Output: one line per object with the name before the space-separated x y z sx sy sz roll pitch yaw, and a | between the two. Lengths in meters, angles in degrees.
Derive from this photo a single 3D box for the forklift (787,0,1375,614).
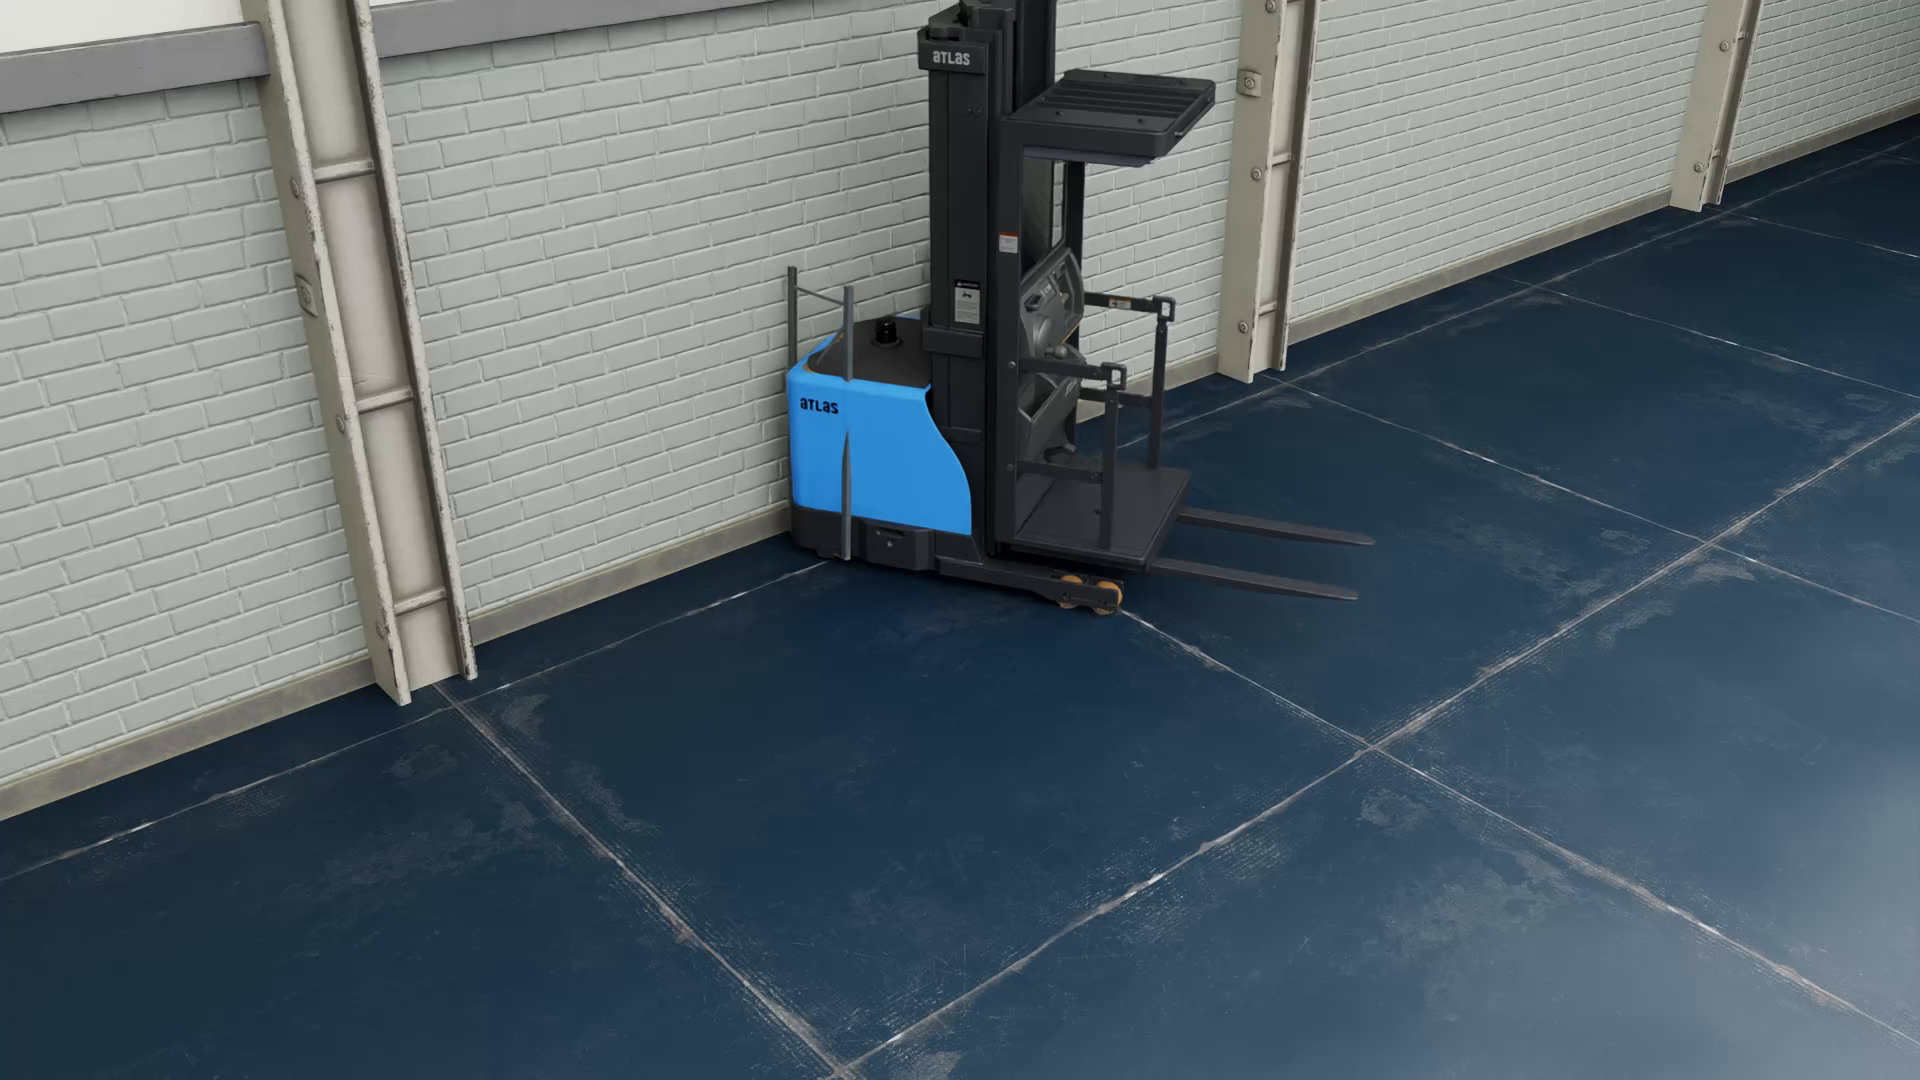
forklift | 0.654 -1.194 8.375 3.031 2.935 1.130 10 30 18

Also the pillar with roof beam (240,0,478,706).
pillar with roof beam | 0.223 -1.762 2.999 0.400 9.000 9.100 -22 35 -35

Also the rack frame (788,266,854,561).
rack frame | -0.741 -0.657 8.772 0.032 1.500 0.500 -19 31 -40

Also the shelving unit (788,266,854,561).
shelving unit | -0.370 -0.784 9.097 1.048 1.500 0.538 -19 31 -40

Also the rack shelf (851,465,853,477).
rack shelf | -0.377 -0.619 9.169 1.000 0.185 0.538 -19 31 -40

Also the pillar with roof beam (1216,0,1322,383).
pillar with roof beam | 4.787 -3.597 6.433 0.400 9.000 9.100 -22 35 -35

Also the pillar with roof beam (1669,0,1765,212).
pillar with roof beam | 9.352 -5.433 9.868 0.400 9.000 9.100 -22 35 -35
